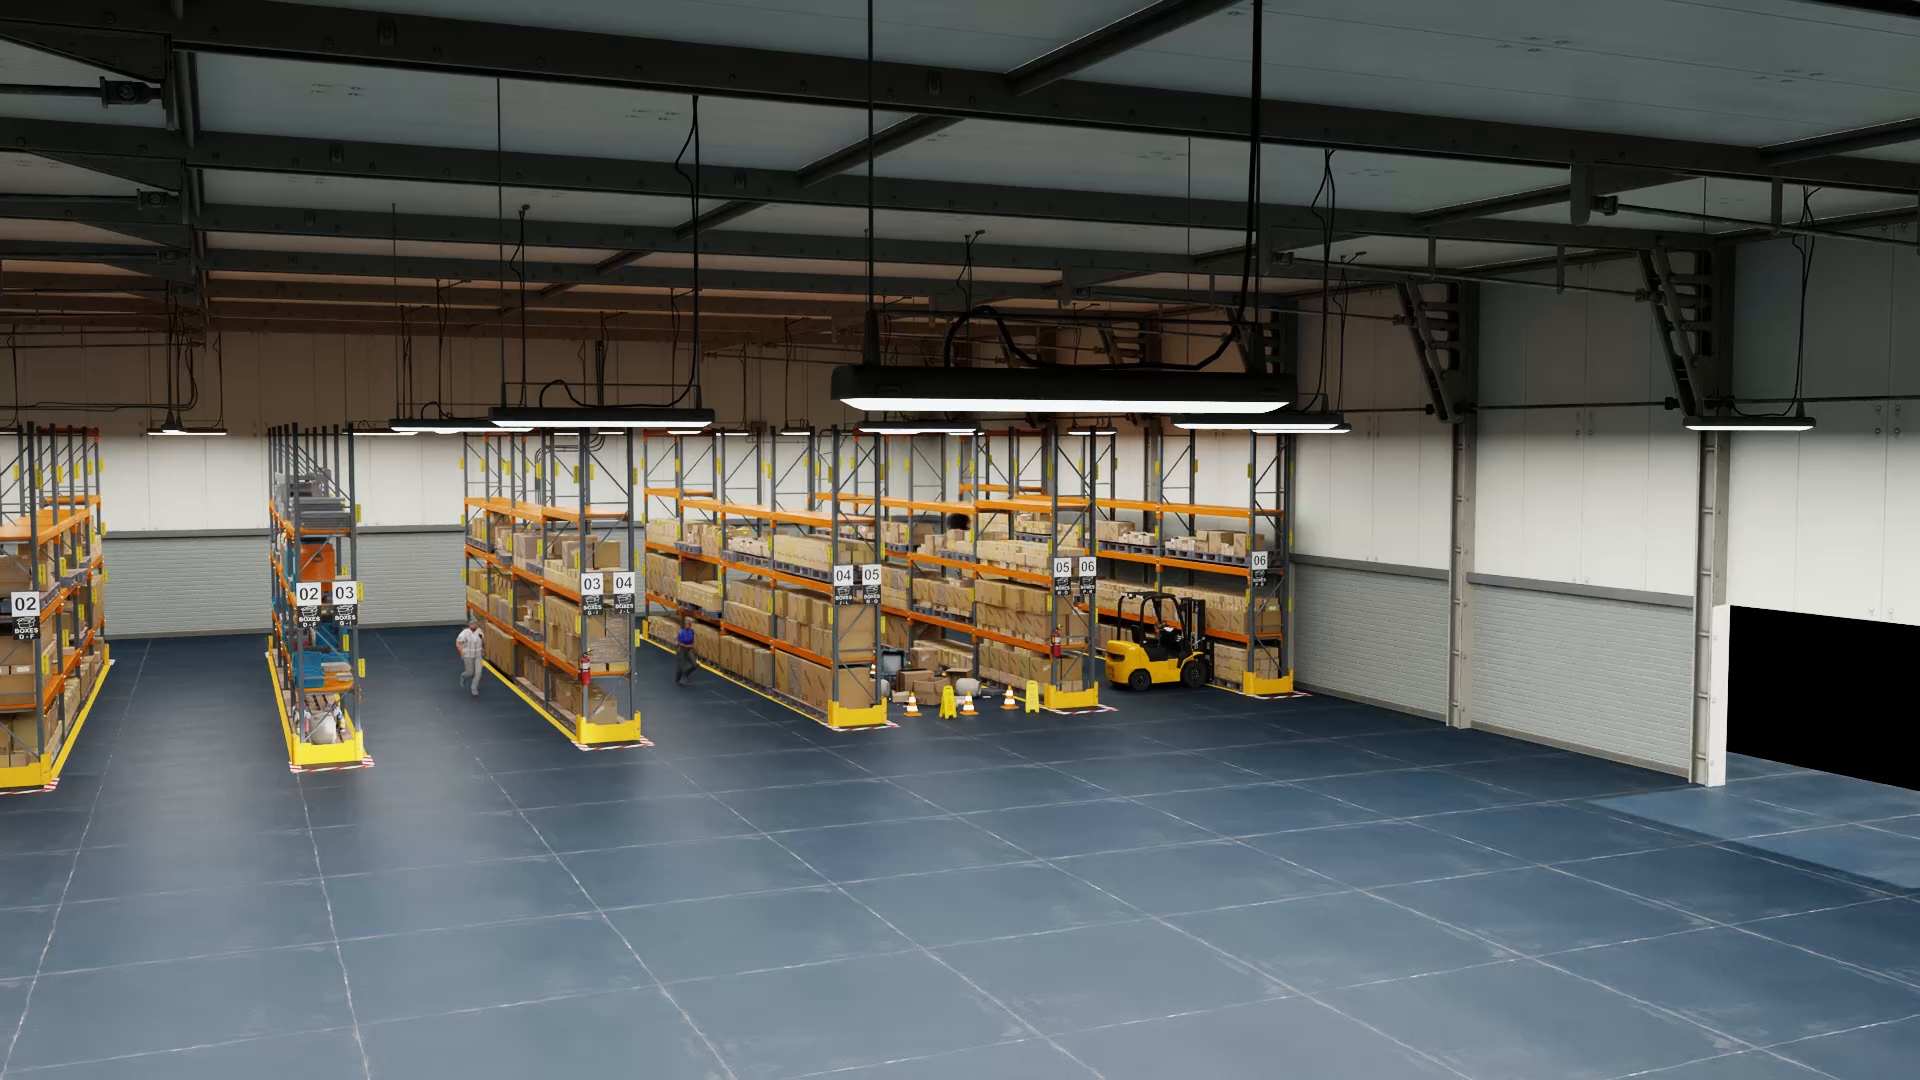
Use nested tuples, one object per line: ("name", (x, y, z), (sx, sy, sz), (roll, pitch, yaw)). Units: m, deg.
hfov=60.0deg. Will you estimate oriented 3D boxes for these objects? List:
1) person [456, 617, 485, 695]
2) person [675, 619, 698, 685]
("person", (-10.994, 2.589, 37.413), (0.677, 1.740, 0.630), (-3, 4, -38))
("person", (-6.324, 2.594, 38.490), (0.585, 1.548, 0.822), (-3, 5, -41))
